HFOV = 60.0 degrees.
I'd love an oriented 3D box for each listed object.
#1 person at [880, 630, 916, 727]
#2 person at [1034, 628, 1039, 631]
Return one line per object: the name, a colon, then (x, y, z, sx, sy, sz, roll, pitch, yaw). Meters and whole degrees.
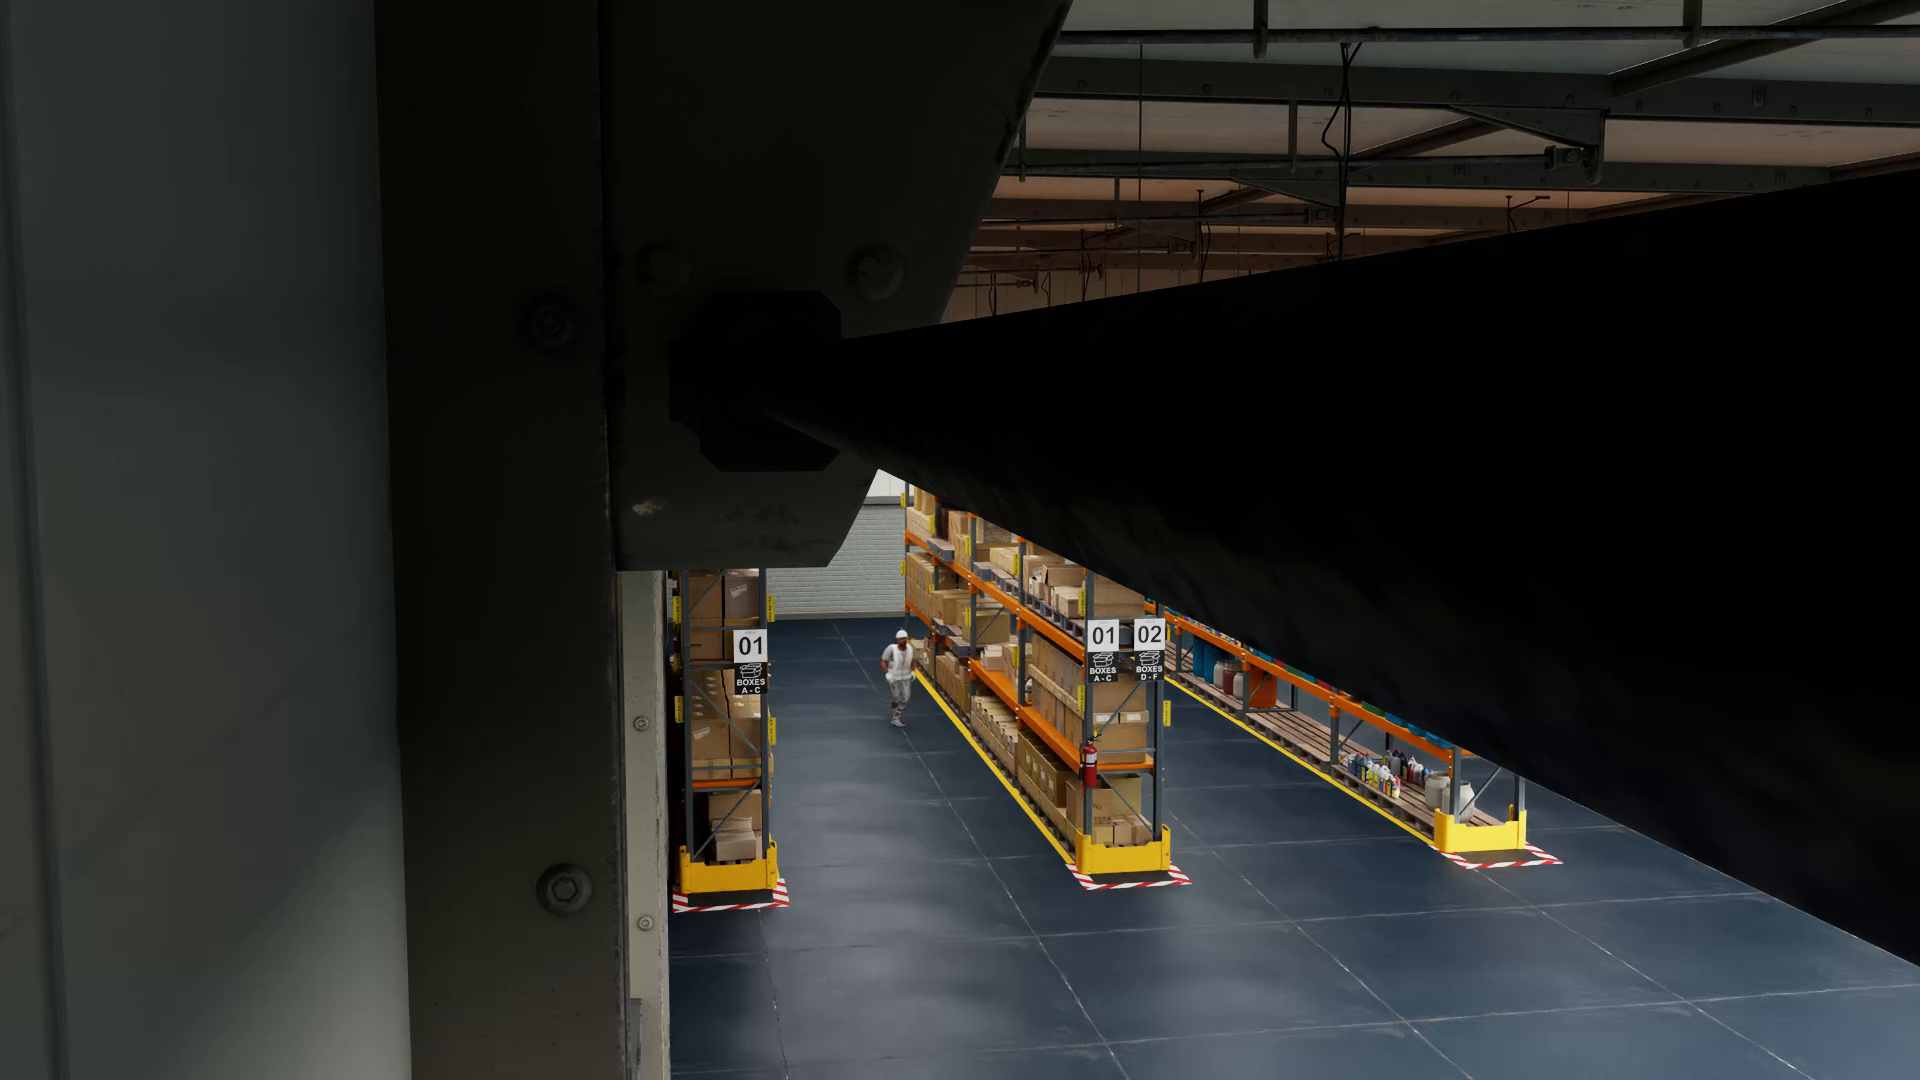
person: (-1.097, 2.430, 29.432, 0.680, 1.722, 0.582, -2, 6, -22)
person: (1.780, 2.120, 32.732, 0.652, 1.667, 0.681, -3, 7, -26)
